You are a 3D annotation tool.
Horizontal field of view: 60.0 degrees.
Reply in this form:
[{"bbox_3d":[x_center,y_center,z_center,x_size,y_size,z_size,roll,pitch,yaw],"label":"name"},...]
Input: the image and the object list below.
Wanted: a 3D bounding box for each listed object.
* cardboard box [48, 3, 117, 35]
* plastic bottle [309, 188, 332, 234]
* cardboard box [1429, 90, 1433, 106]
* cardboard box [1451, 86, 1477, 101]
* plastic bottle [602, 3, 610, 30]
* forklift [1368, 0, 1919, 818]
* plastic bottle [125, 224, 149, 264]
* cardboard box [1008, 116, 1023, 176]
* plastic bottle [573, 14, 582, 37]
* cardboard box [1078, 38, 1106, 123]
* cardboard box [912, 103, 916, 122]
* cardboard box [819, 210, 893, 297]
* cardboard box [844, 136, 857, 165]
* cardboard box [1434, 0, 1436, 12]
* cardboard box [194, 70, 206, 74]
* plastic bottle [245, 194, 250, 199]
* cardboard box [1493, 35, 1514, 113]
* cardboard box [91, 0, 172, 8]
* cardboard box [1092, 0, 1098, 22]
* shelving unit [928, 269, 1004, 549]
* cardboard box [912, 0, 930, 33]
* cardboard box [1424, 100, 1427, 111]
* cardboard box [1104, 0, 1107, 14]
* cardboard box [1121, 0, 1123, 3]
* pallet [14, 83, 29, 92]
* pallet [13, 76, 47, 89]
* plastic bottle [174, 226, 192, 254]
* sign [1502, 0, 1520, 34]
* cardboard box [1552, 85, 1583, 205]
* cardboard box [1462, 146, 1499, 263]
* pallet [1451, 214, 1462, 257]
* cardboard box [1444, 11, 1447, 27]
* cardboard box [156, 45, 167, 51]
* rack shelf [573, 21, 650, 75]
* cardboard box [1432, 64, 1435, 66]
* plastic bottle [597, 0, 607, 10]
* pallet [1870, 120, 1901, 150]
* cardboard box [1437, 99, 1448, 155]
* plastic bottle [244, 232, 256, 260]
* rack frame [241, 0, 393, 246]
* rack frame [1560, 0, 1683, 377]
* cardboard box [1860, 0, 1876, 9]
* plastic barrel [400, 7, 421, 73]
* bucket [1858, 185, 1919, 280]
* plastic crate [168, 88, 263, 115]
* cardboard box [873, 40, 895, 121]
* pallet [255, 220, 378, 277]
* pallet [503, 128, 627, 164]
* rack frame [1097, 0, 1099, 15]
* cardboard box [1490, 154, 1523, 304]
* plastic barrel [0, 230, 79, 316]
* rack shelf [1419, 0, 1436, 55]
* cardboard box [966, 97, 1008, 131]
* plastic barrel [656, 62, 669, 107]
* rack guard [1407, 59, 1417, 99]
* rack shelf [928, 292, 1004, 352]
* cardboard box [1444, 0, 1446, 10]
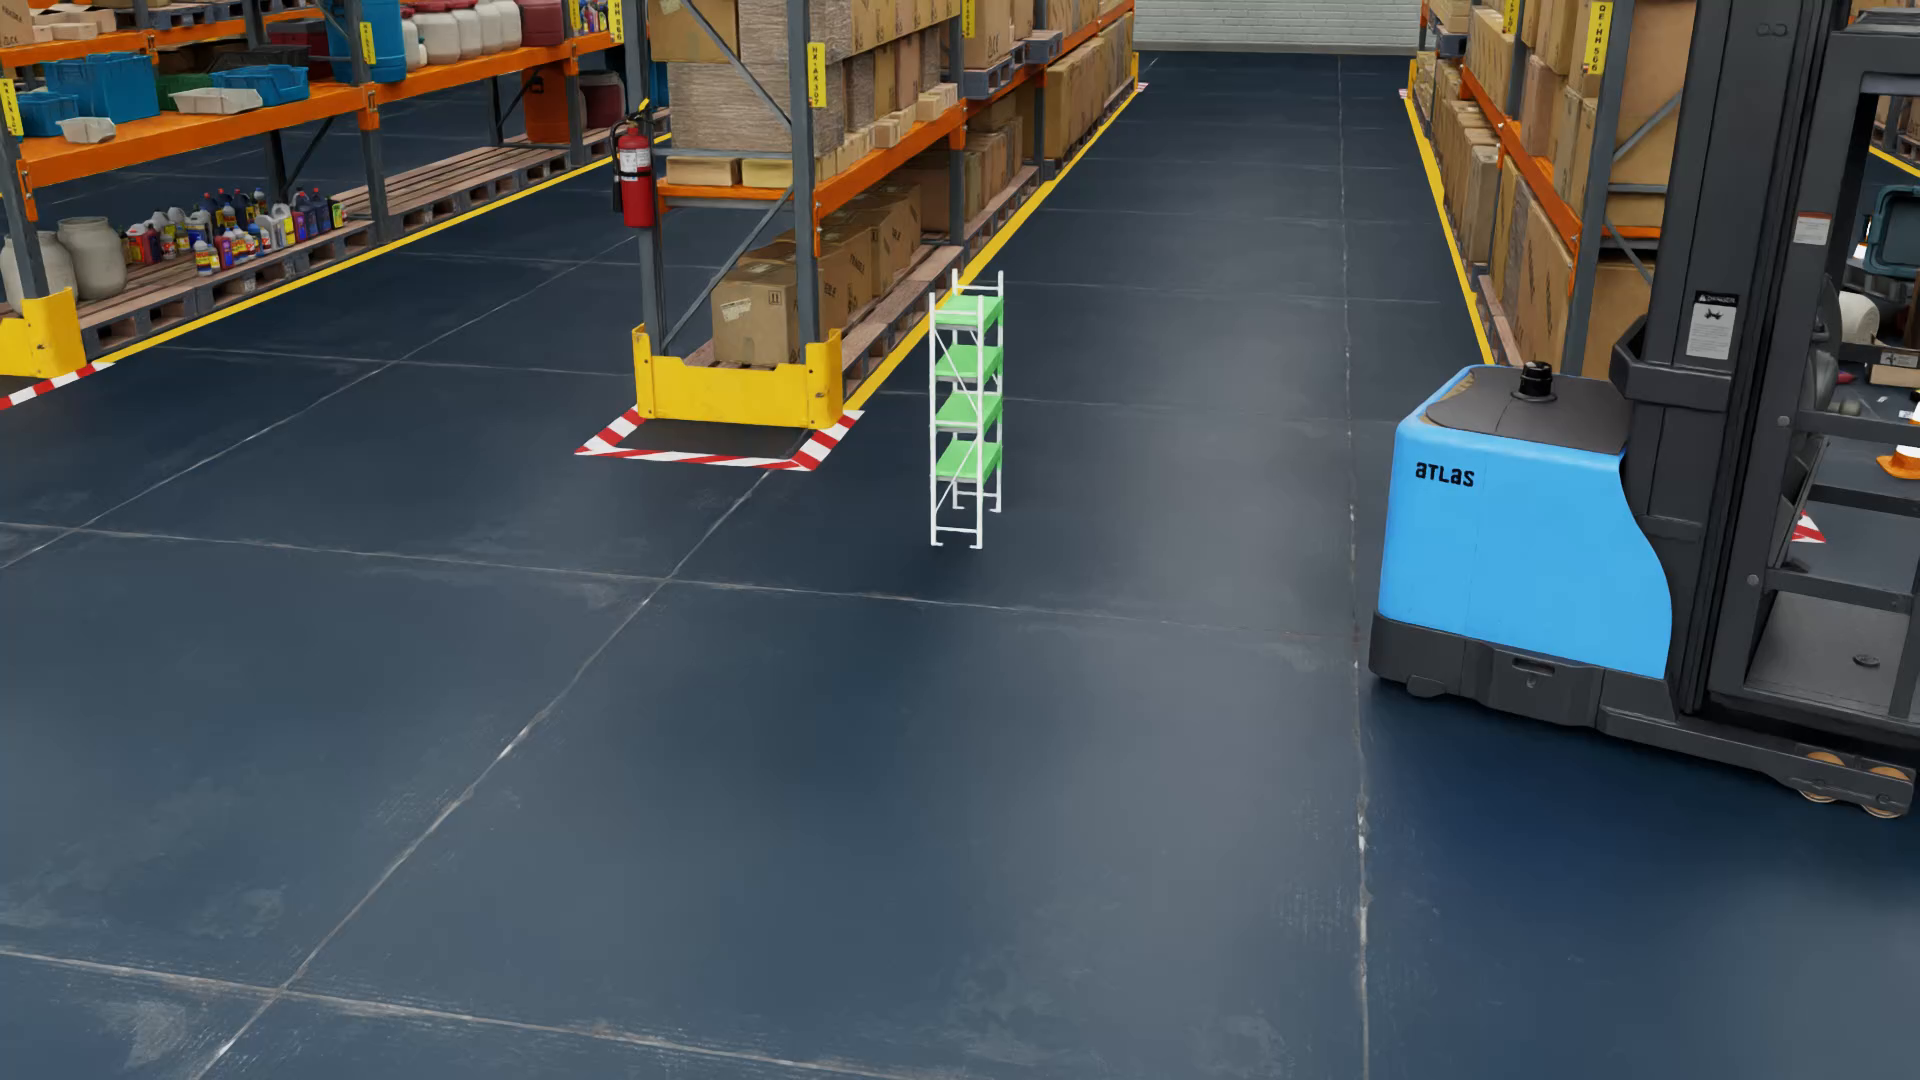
[{"bbox_3d":[-9.471,-5.603,17.871,0.500,0.311,0.500,6,23,14],"label":"cardboard box"},{"bbox_3d":[-5.171,-2.650,13.376,0.144,0.351,0.185,4,22,9],"label":"plastic bottle"},{"bbox_3d":[5.747,-5.216,19.644,0.380,0.149,0.250,5,22,12],"label":"cardboard box"},{"bbox_3d":[5.061,-4.256,16.186,0.500,0.250,0.500,4,22,10],"label":"cardboard box"},{"bbox_3d":[-3.888,-5.774,18.332,0.061,0.283,0.133,4,22,11],"label":"plastic bottle"},{"bbox_3d":[3.108,-0.658,5.565,3.031,2.935,1.130,13,25,29],"label":"forklift"},{"bbox_3d":[-6.115,-2.206,12.372,0.152,0.276,0.135,5,22,11],"label":"plastic bottle"},{"bbox_3d":[0.226,-3.816,16.070,0.700,0.500,0.500,3,22,8],"label":"cardboard box"},{"bbox_3d":[-4.101,-5.472,17.590,0.152,0.276,0.135,4,22,11],"label":"plastic bottle"},{"bbox_3d":[1.048,-5.454,19.664,1.225,0.875,0.875,5,22,11],"label":"cardboard box"},{"bbox_3d":[-0.522,-2.979,11.571,0.380,0.149,0.250,4,22,11],"label":"cardboard box"},{"bbox_3d":[-0.753,-2.004,11.598,0.500,0.500,0.500,2,22,6],"label":"cardboard box"},{"bbox_3d":[-0.832,-2.335,9.972,0.380,0.149,0.250,4,22,11],"label":"cardboard box"},{"bbox_3d":[5.305,-5.750,17.890,0.380,0.149,0.250,5,22,11],"label":"cardboard box"},{"bbox_3d":[-8.773,-5.339,19.851,0.500,0.500,0.500,4,22,10],"label":"cardboard box"},{"bbox_3d":[-5.855,-2.670,13.524,0.152,0.276,0.135,5,23,13],"label":"plastic bottle"},{"bbox_3d":[4.206,-3.398,12.141,0.500,0.500,0.500,4,22,11],"label":"cardboard box"},{"bbox_3d":[-9.336,-6.255,18.672,0.700,0.500,0.500,-3,22,-7],"label":"cardboard box"},{"bbox_3d":[1.331,-6.335,19.435,0.500,0.500,0.500,5,22,11],"label":"cardboard box"},{"bbox_3d":[0.034,-0.617,7.780,0.258,1.200,0.503,4,22,11],"label":"shelving unit"},{"bbox_3d":[-0.500,-3.652,11.036,0.500,0.500,0.500,4,22,11],"label":"cardboard box"},{"bbox_3d":[5.866,-5.298,20.247,0.380,0.149,0.250,4,22,9],"label":"cardboard box"},{"bbox_3d":[1.599,-6.543,20.421,0.380,0.149,0.250,4,22,9],"label":"cardboard box"},{"bbox_3d":[1.966,-7.203,22.060,0.380,0.149,0.250,5,22,11],"label":"cardboard box"},{"bbox_3d":[-13.472,-6.032,22.549,1.003,0.211,1.213,4,22,11],"label":"pallet"},{"bbox_3d":[-13.157,-6.592,23.939,1.003,0.211,1.213,4,22,11],"label":"pallet"},{"bbox_3d":[-5.929,-2.289,12.680,0.097,0.201,0.097,0,22,0],"label":"plastic bottle"},{"bbox_3d":[3.828,-3.678,11.527,0.100,0.325,0.005,4,22,11],"label":"sign"},{"bbox_3d":[3.668,-2.089,8.824,0.875,0.550,0.550,4,22,11],"label":"cardboard box"},{"bbox_3d":[4.400,-2.525,12.557,1.050,0.750,0.750,4,22,11],"label":"cardboard box"},{"bbox_3d":[4.692,-2.582,13.982,1.003,0.211,1.213,4,22,11],"label":"pallet"},{"bbox_3d":[4.933,-5.081,16.229,0.380,0.149,0.250,5,22,12],"label":"cardboard box"},{"bbox_3d":[-12.719,-7.665,25.655,0.700,0.500,0.500,4,22,11],"label":"cardboard box"},{"bbox_3d":[-4.098,-5.793,19.186,1.077,0.370,4.000,4,22,11],"label":"rack shelf"},{"bbox_3d":[6.164,-5.929,21.018,0.380,0.149,0.250,5,22,11],"label":"cardboard box"},{"bbox_3d":[-4.197,-6.310,19.673,0.152,0.276,0.135,4,22,11],"label":"plastic bottle"},{"bbox_3d":[11.092,-4.704,19.251,1.003,0.211,1.213,4,22,11],"label":"pallet"},{"bbox_3d":[5.258,-4.283,17.257,0.500,0.500,0.500,3,22,9],"label":"cardboard box"},{"bbox_3d":[-5.353,-2.213,12.491,0.097,0.201,0.097,0,22,0],"label":"plastic bottle"},{"bbox_3d":[-5.322,-3.933,13.603,1.000,3.000,0.127,4,22,11],"label":"rack frame"},{"bbox_3d":[3.545,-1.677,8.003,1.000,3.000,0.127,4,22,11],"label":"rack frame"},{"bbox_3d":[10.893,-6.334,19.433,0.500,0.500,0.500,4,22,10],"label":"cardboard box"},{"bbox_3d":[-4.912,-4.329,14.405,0.433,0.535,0.433,0,22,0],"label":"plastic barrel"},{"bbox_3d":[6.591,-2.101,11.403,0.726,0.611,0.620,13,15,29],"label":"bucket"},{"bbox_3d":[-5.406,-3.197,12.130,0.530,0.136,0.437,4,22,11],"label":"plastic crate"},{"bbox_3d":[-0.908,-3.029,10.828,0.875,0.500,0.500,4,22,11],"label":"cardboard box"},{"bbox_3d":[-5.500,-2.397,13.522,1.003,0.211,1.213,4,22,11],"label":"pallet"},{"bbox_3d":[-4.386,-4.394,18.480,1.003,0.211,1.213,4,22,11],"label":"pallet"},{"bbox_3d":[1.159,-6.481,19.930,1.000,3.000,0.127,4,22,11],"label":"rack frame"},{"bbox_3d":[4.165,-2.125,11.396,0.875,0.875,0.875,5,22,12],"label":"cardboard box"},{"bbox_3d":[-6.079,-1.757,10.969,0.421,0.512,0.421,0,22,0],"label":"plastic barrel"},{"bbox_3d":[6.402,-6.464,20.850,1.077,0.370,4.000,4,22,11],"label":"rack shelf"},{"bbox_3d":[0.137,-3.968,15.445,0.500,0.250,0.500,7,23,17],"label":"cardboard box"},{"bbox_3d":[-3.817,-5.882,20.690,0.600,0.901,0.708,4,22,11],"label":"plastic barrel"},{"bbox_3d":[6.795,-6.341,22.930,1.175,0.500,0.348,4,22,11],"label":"rack guard"},{"bbox_3d":[0.034,-1.003,7.624,0.258,0.148,0.480,4,22,11],"label":"rack shelf"},{"bbox_3d":[4.988,-5.320,16.424,0.380,0.149,0.250,5,22,11],"label":"cardboard box"}]
